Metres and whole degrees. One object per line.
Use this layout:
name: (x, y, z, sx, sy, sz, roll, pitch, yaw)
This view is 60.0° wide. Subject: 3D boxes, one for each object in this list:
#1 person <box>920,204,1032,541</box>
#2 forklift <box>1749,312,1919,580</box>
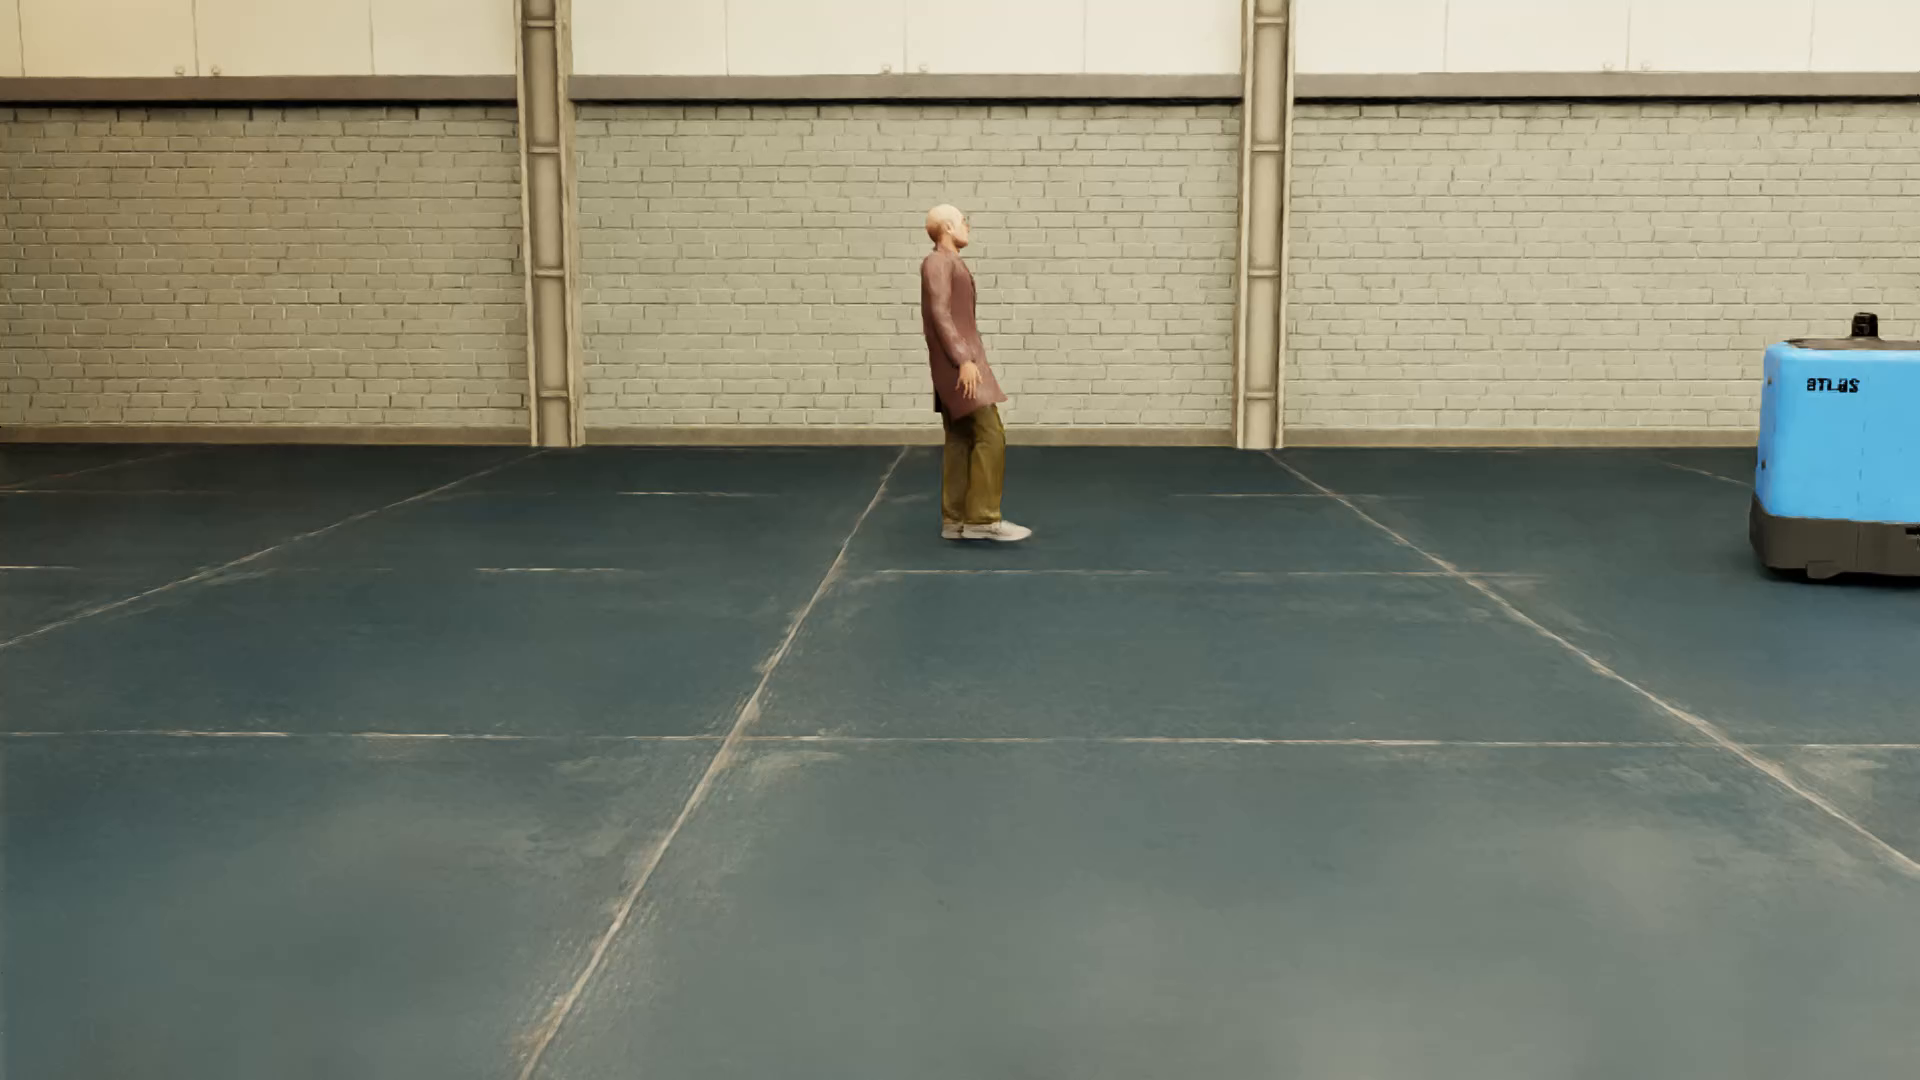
person: (0.089, -0.886, 8.860, 0.586, 1.775, 0.694, 0, 9, 1)
forklift: (5.321, -1.242, 7.426, 3.031, 2.935, 1.130, 3, 9, 21)
